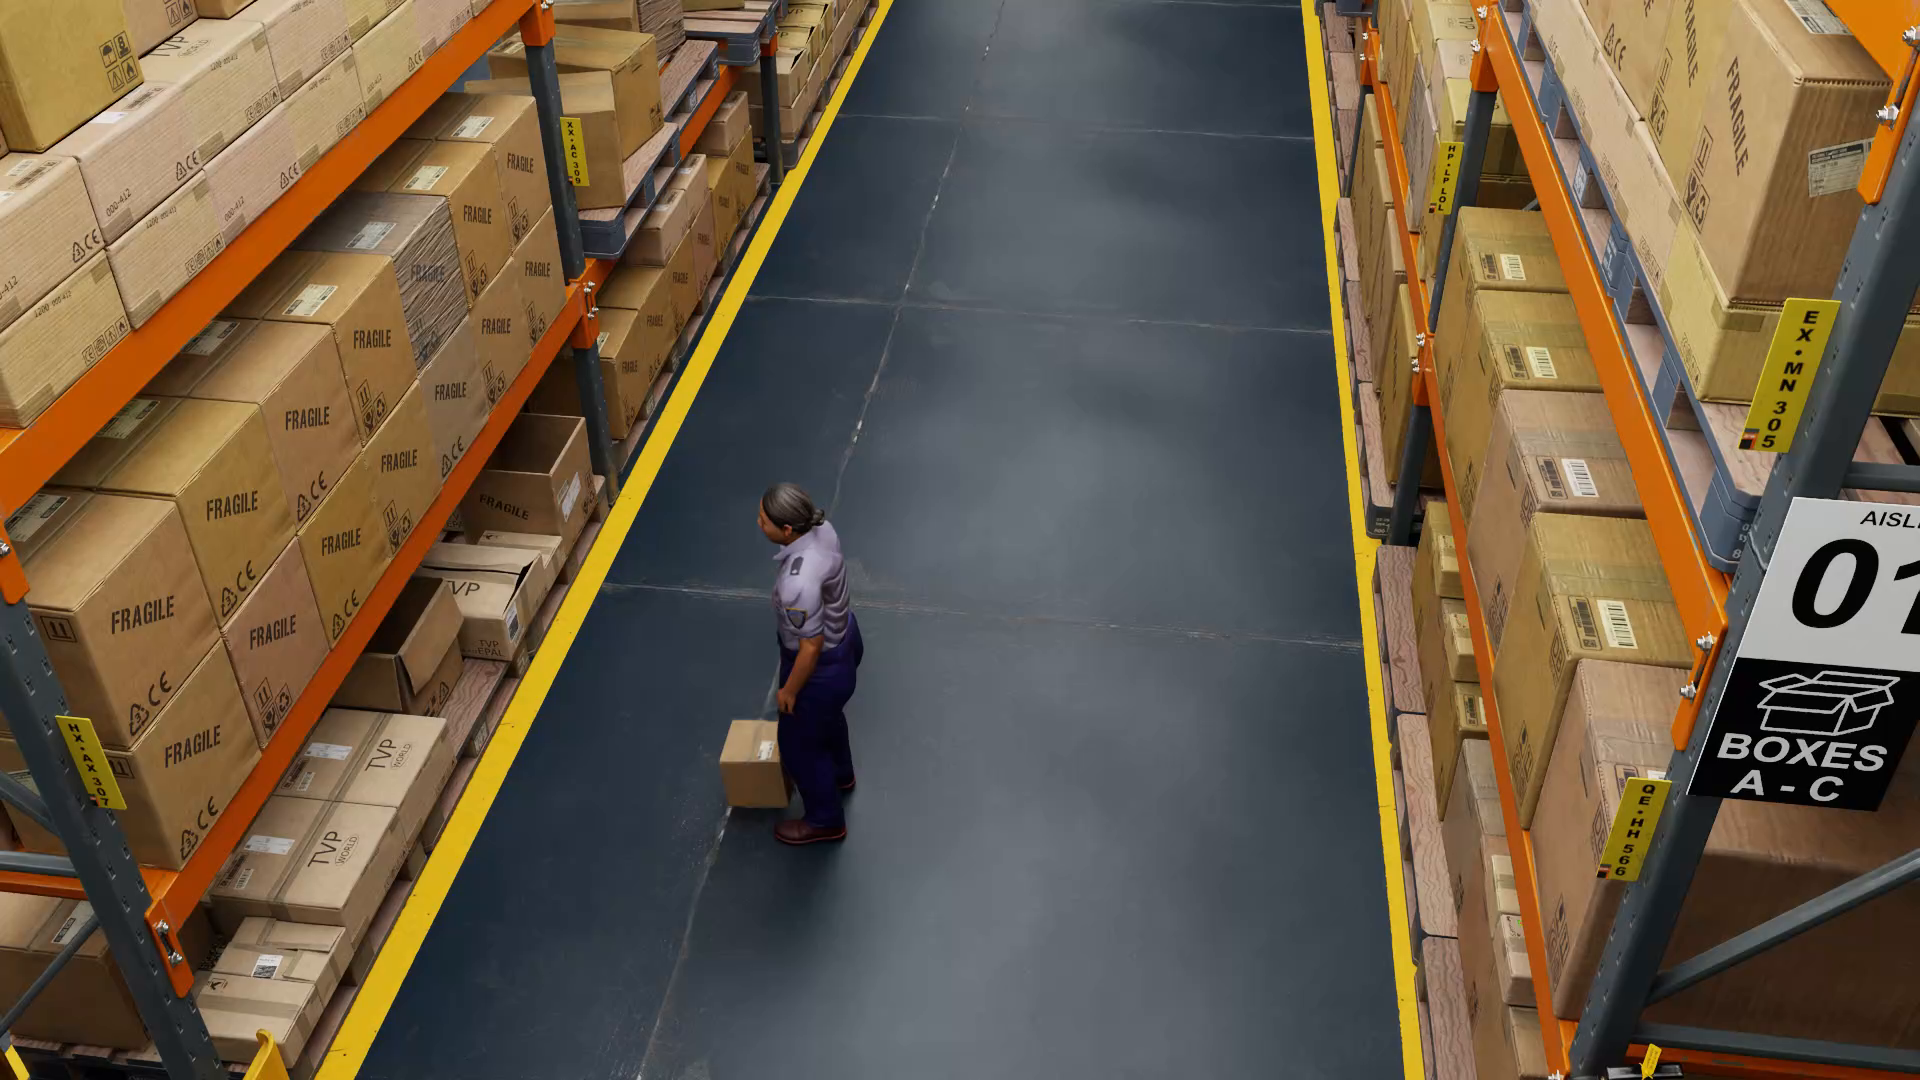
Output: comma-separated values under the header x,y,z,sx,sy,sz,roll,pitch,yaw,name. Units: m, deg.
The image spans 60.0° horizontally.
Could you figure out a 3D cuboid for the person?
x,y,z,sx,sy,sz,roll,pitch,yaw,name
-0.568,0.460,6.418,0.368,1.653,0.533,3,36,5,person
